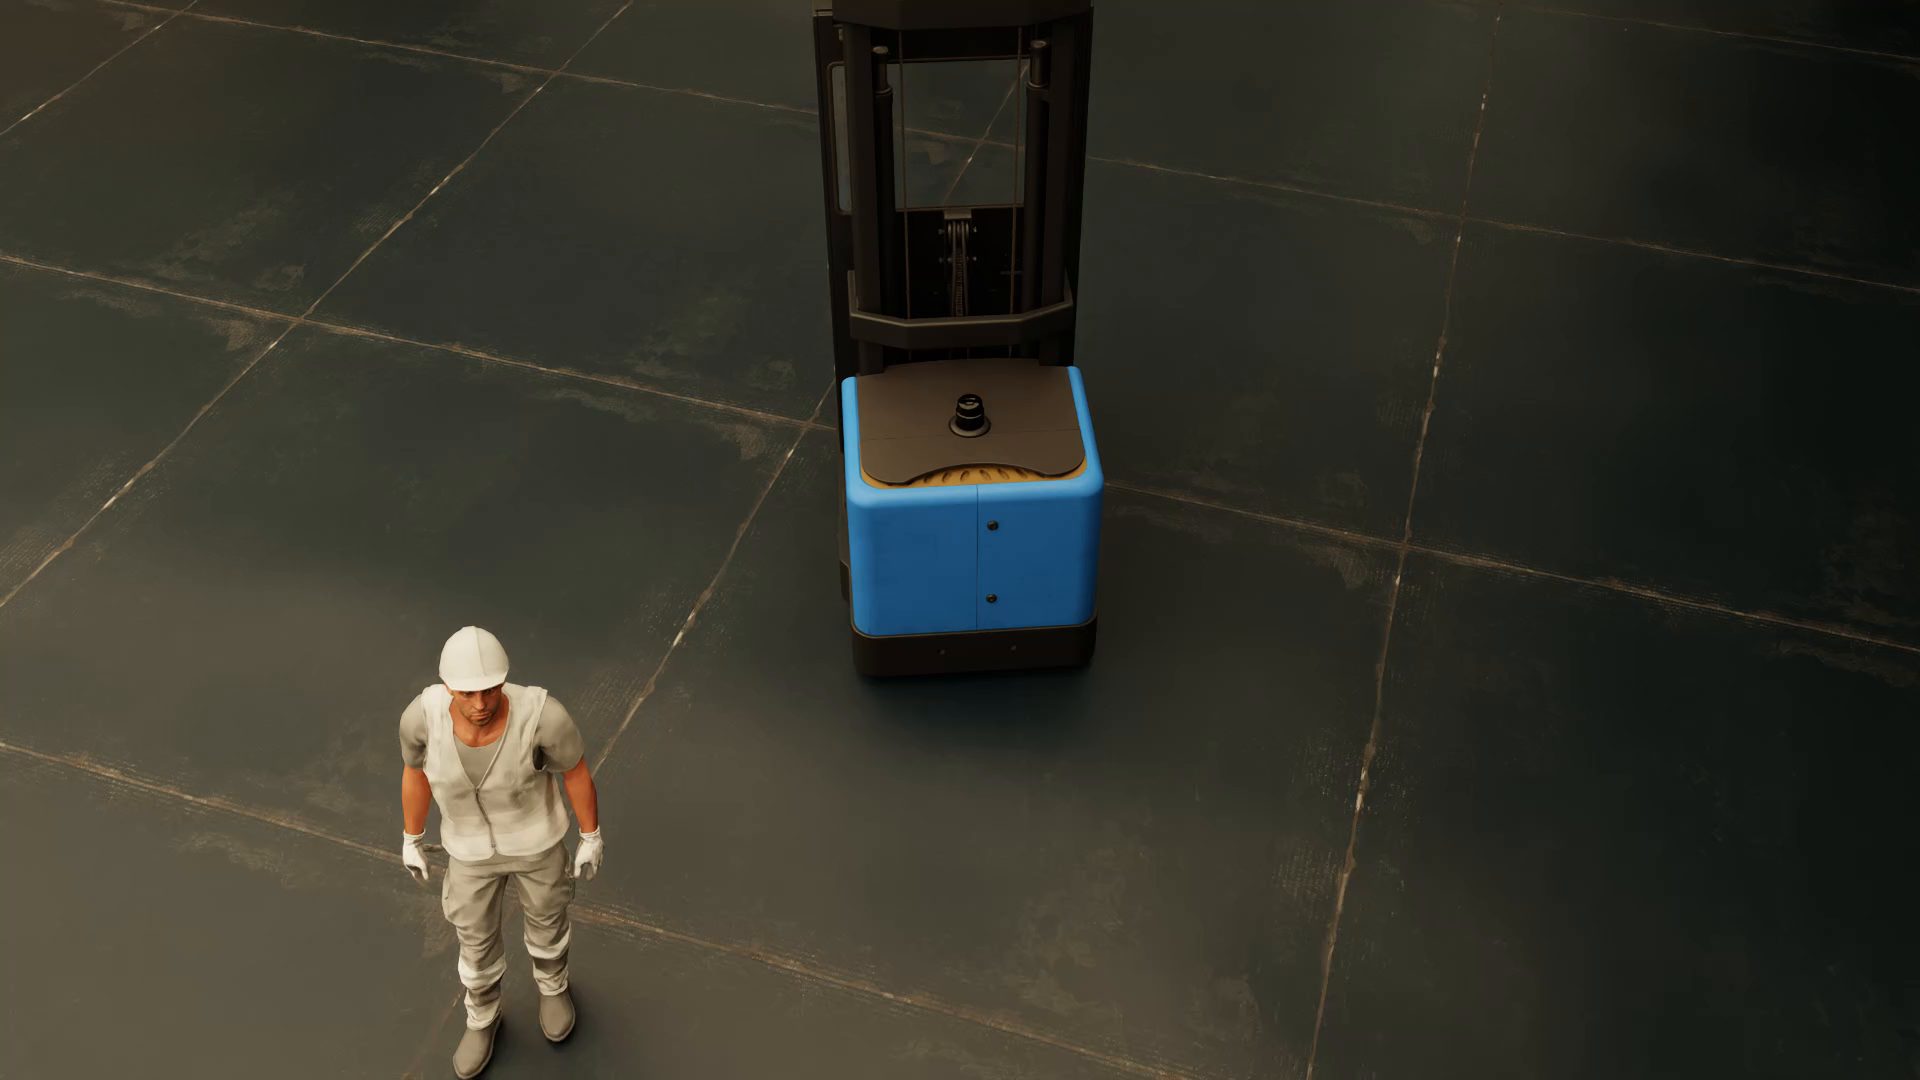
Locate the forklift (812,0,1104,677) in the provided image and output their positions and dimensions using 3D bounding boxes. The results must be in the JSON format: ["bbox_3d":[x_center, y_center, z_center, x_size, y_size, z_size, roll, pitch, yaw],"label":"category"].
[{"bbox_3d":[-0.048,-1.486,7.287,1.130,2.935,3.031,-3,43,-3],"label":"forklift"}]

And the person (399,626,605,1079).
[{"bbox_3d":[-1.490,1.034,5.405,0.637,1.788,0.564,-4,43,-4],"label":"person"}]
